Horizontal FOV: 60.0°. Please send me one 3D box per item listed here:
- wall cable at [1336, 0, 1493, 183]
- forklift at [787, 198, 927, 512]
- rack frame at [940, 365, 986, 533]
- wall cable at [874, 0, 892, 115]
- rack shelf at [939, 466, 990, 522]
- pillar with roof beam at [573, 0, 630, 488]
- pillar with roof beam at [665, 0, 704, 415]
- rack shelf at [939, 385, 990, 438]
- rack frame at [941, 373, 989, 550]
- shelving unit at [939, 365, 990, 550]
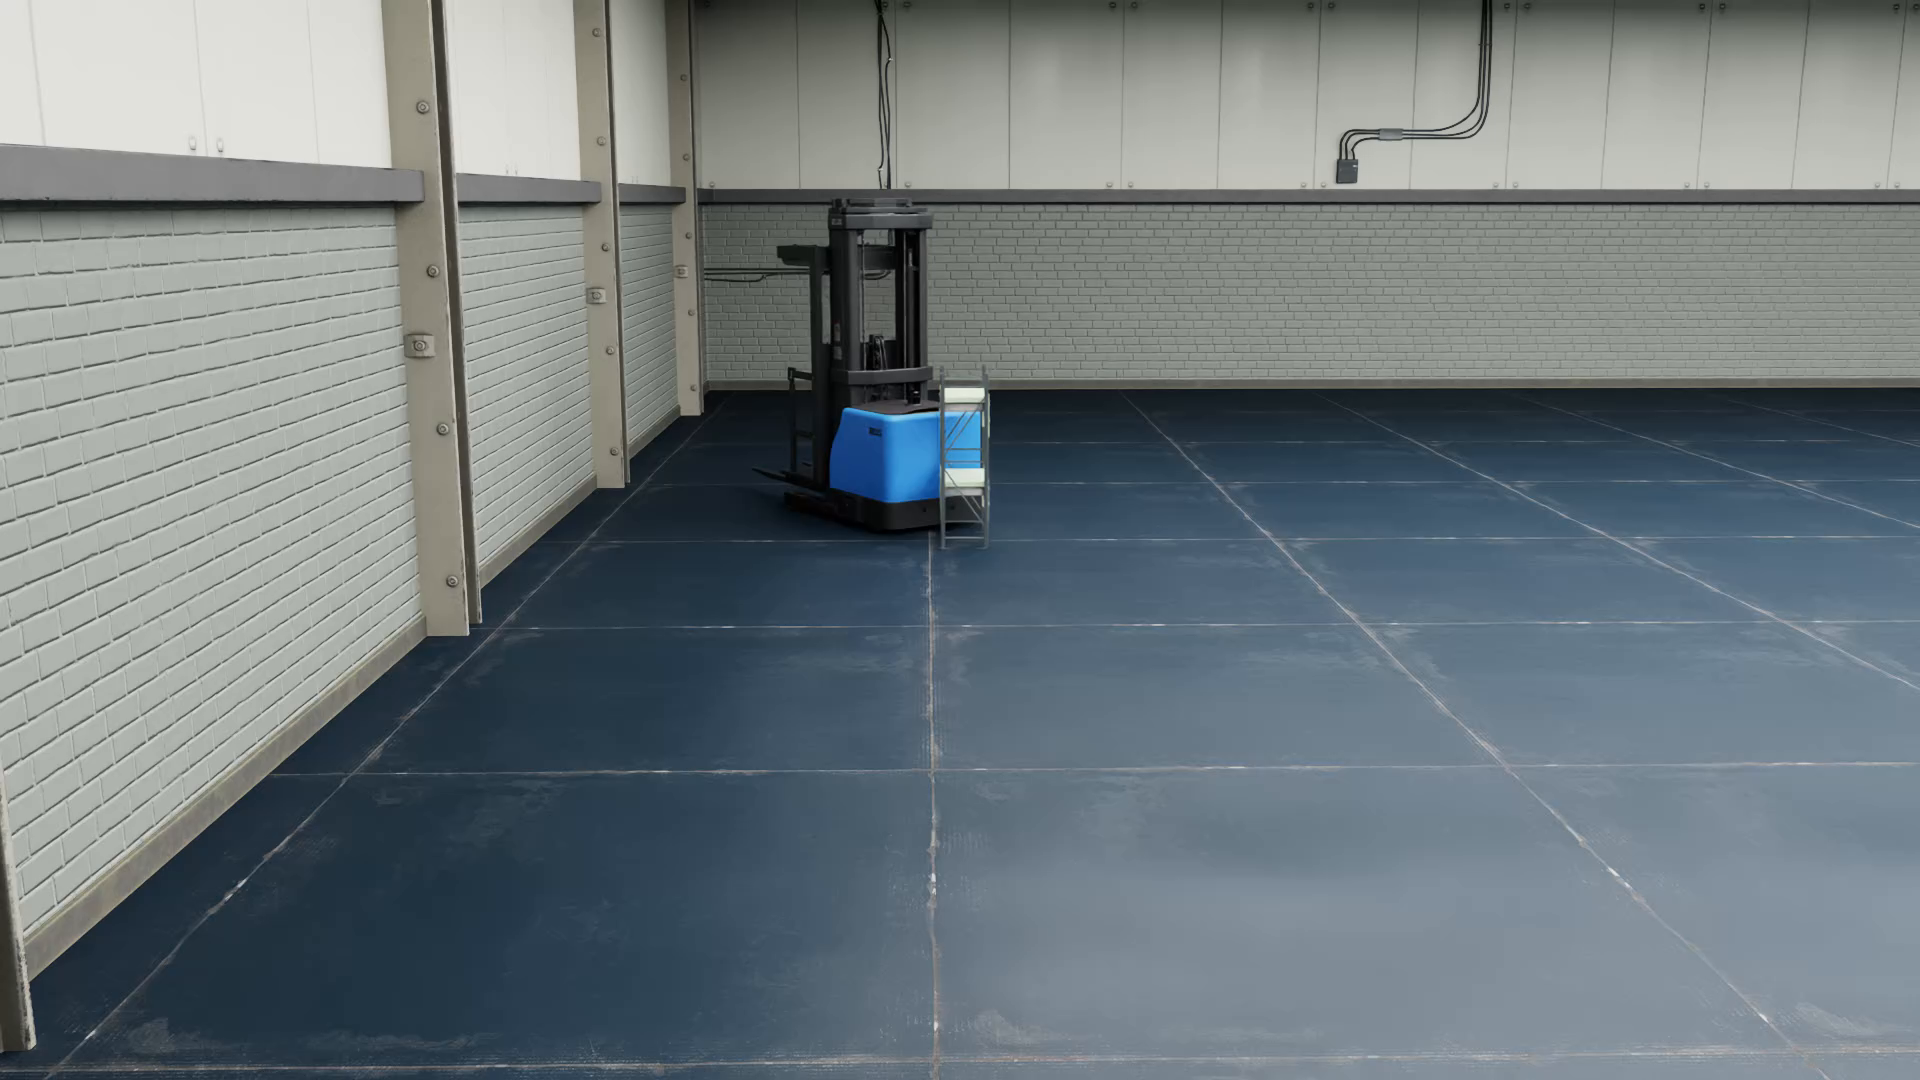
[{"bbox_3d":[6.986,-8.475,25.146,2.305,6.003,0.169,0,11,-1],"label":"wall cable"},{"bbox_3d":[-1.036,-1.754,15.835,1.121,2.935,3.031,-8,14,-33],"label":"forklift"},{"bbox_3d":[0.026,-0.799,14.726,0.400,1.500,0.023,0,11,-1],"label":"rack frame"},{"bbox_3d":[0.199,-7.737,25.169,3.097,2.526,0.112,0,11,-1],"label":"wall cable"},{"bbox_3d":[0.033,-0.407,14.432,0.431,0.370,0.720,0,11,-1],"label":"rack shelf"},{"bbox_3d":[0.661,-5.006,16.602,9.100,9.000,0.400,0,11,-1],"label":"pillar with roof beam"},{"bbox_3d":[0.537,-6.199,22.481,9.100,9.000,0.400,0,11,-1],"label":"pillar with roof beam"},{"bbox_3d":[0.033,-1.109,14.289,0.431,0.370,0.720,0,11,-1],"label":"rack shelf"},{"bbox_3d":[0.040,-0.654,14.008,0.400,1.500,0.023,0,11,-1],"label":"rack frame"},{"bbox_3d":[0.033,-0.726,14.367,0.431,1.500,0.755,0,11,-1],"label":"shelving unit"}]
